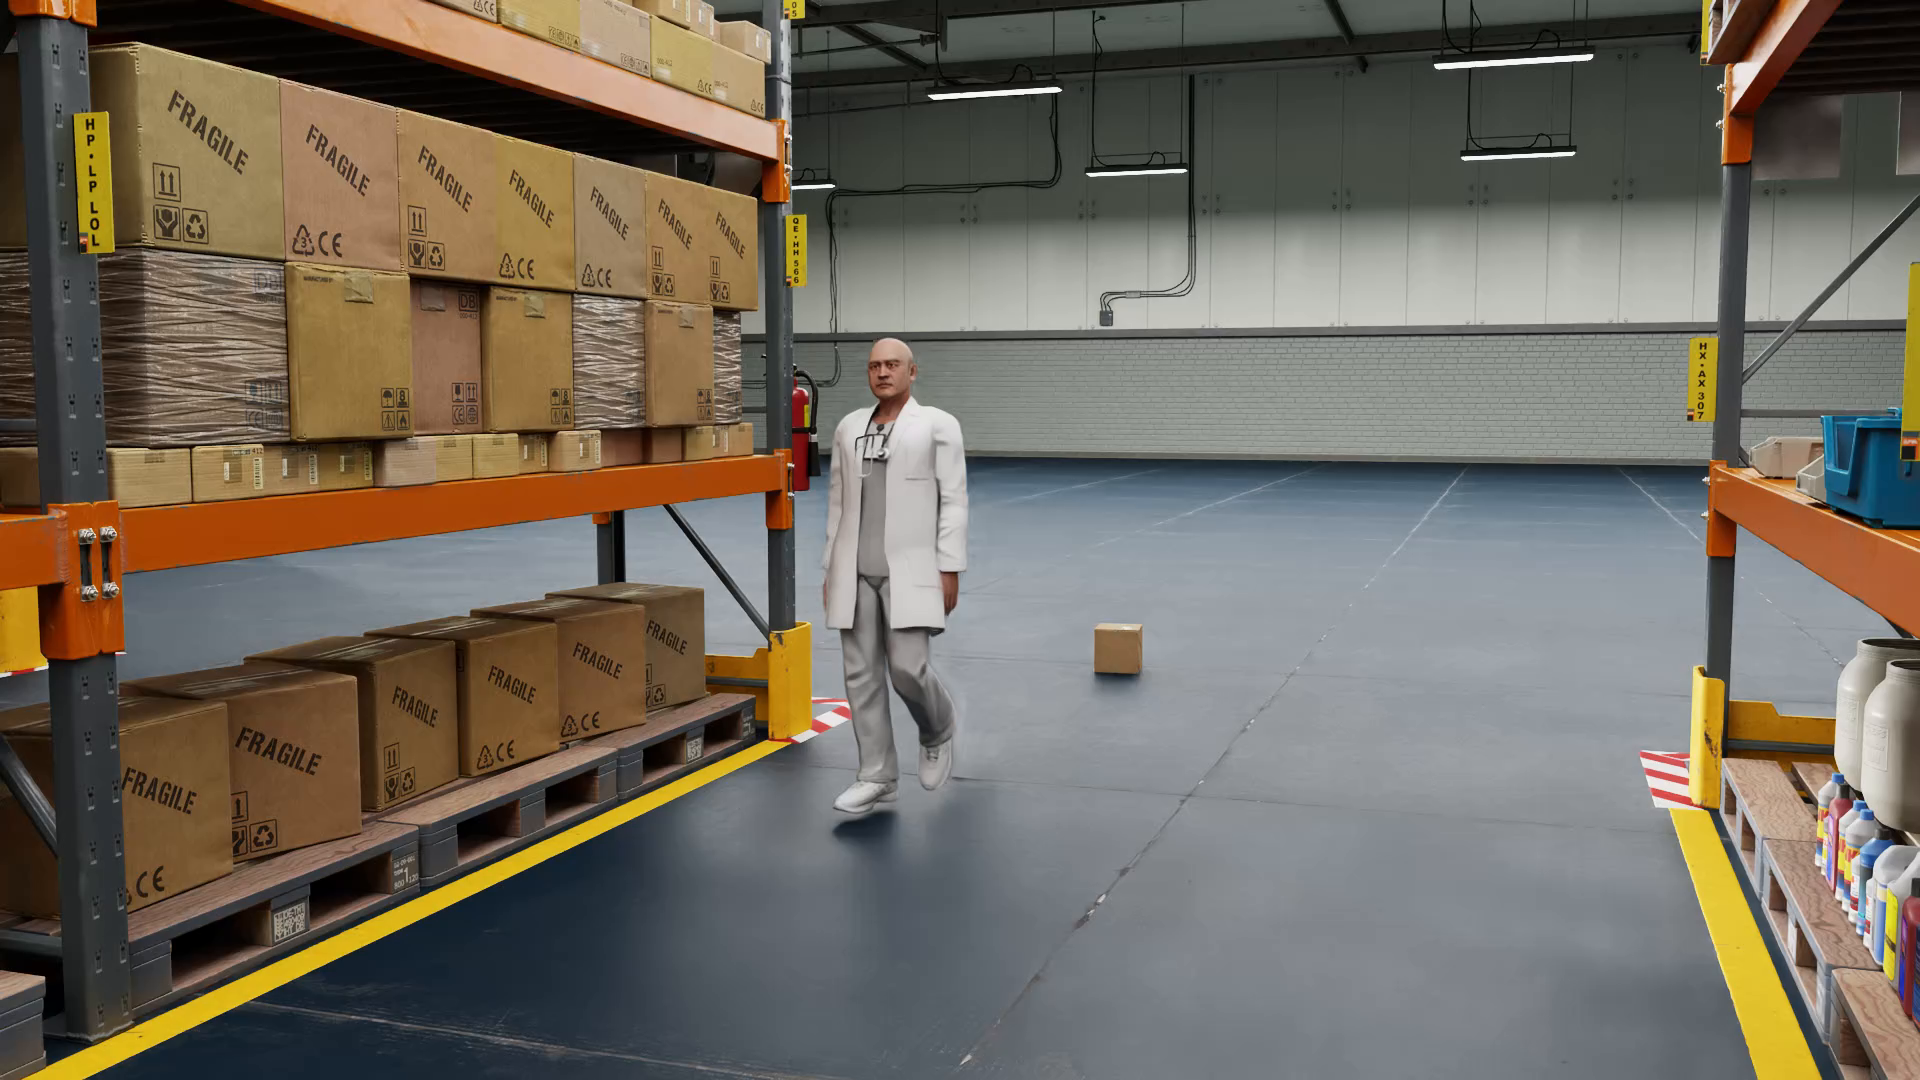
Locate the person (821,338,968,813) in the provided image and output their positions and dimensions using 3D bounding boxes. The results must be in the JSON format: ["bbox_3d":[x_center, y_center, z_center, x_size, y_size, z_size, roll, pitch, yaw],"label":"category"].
[{"bbox_3d":[-0.255,0.121,6.309,0.586,1.765,0.645,2,6,23],"label":"person"}]
